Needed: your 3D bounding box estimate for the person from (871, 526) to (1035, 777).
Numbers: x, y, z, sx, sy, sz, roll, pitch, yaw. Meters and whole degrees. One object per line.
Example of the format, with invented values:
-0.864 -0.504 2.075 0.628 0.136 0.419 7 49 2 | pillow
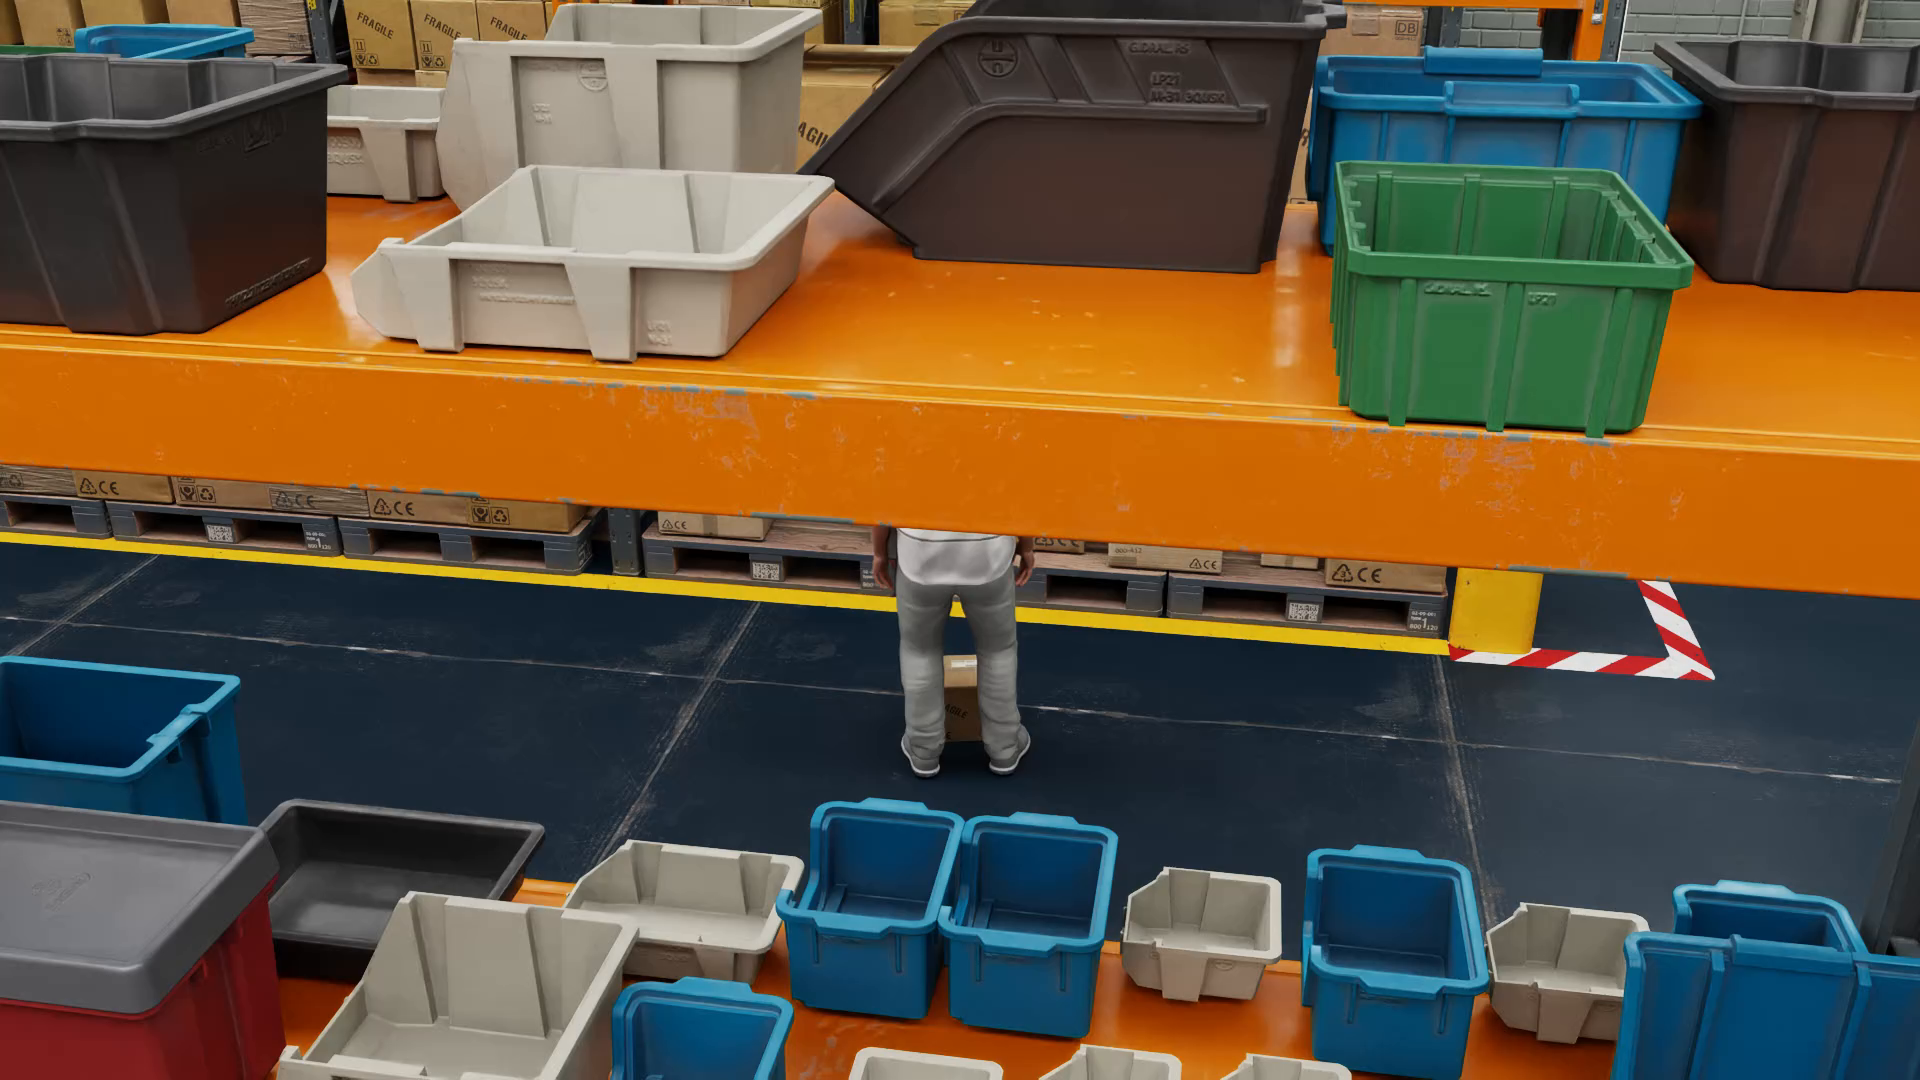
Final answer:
-0.021 0.055 5.977 0.595 1.748 0.433 -1 25 -2 | person
